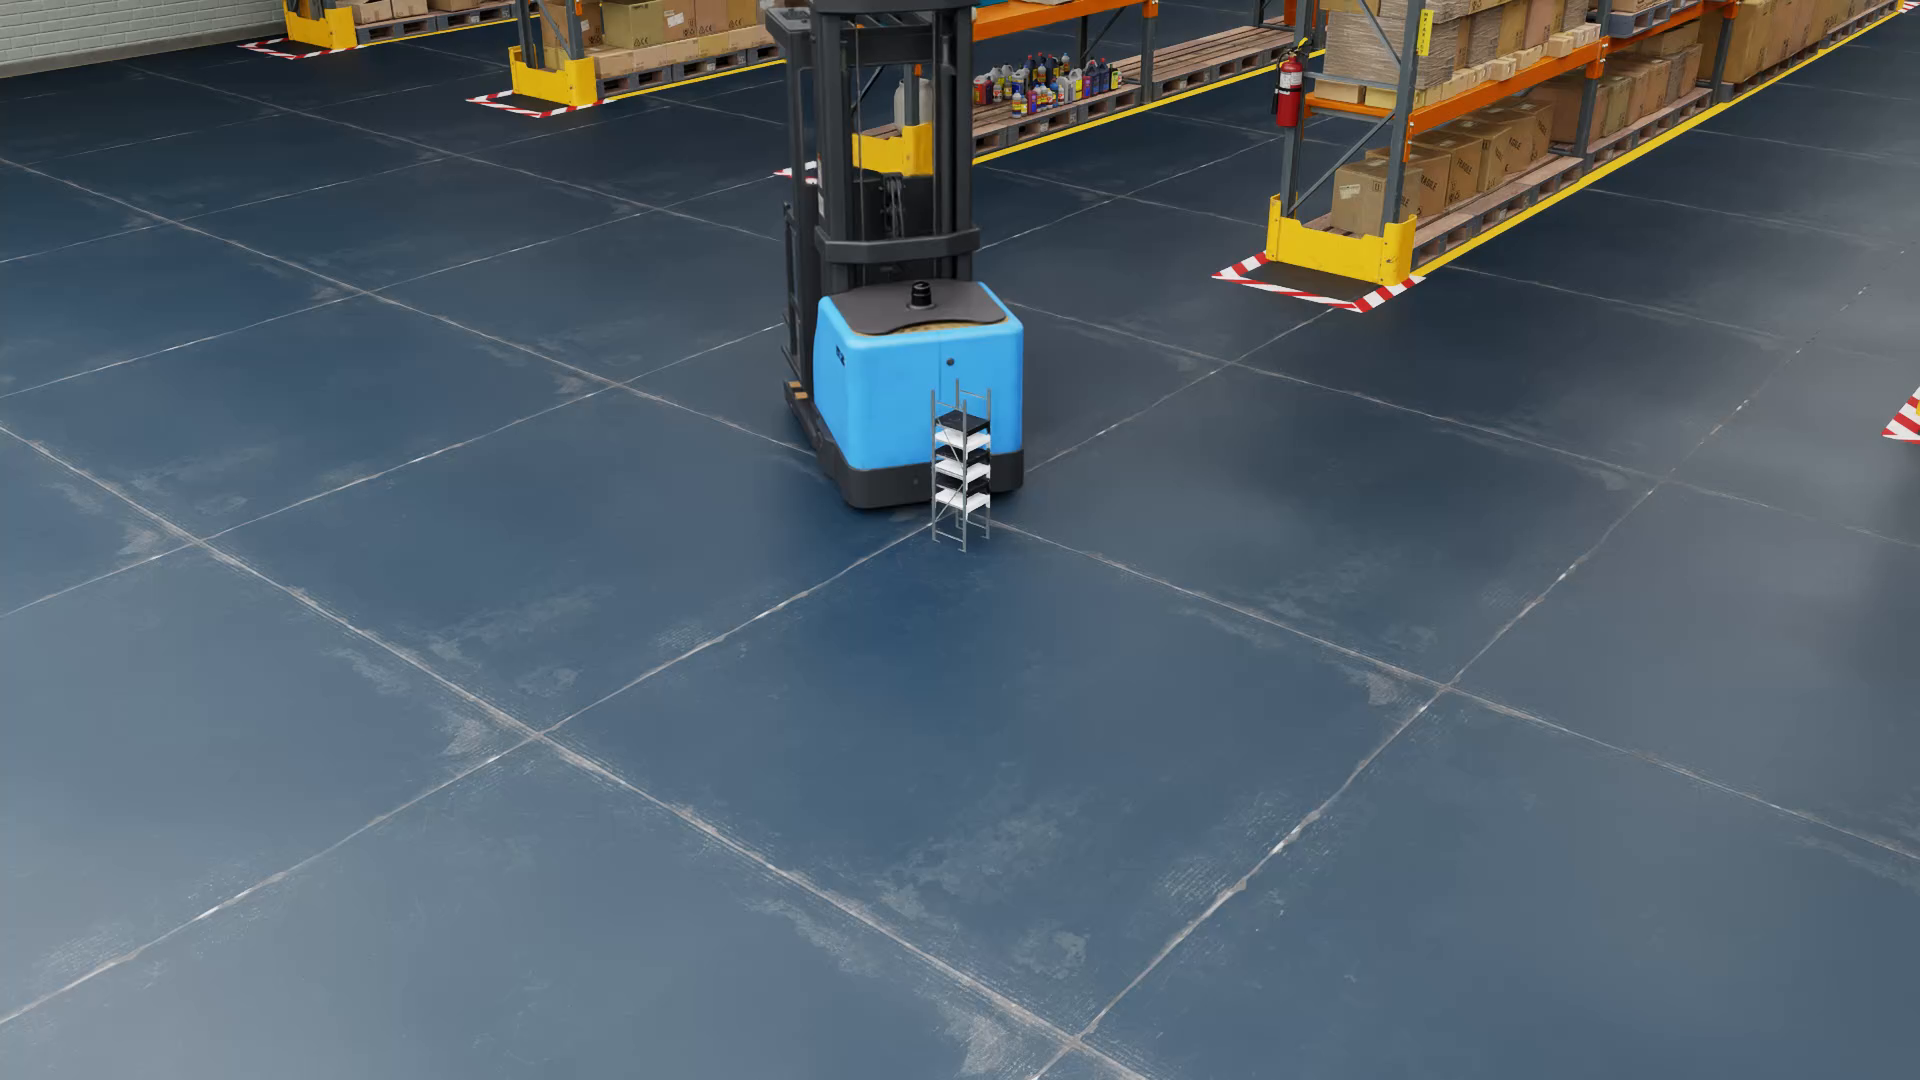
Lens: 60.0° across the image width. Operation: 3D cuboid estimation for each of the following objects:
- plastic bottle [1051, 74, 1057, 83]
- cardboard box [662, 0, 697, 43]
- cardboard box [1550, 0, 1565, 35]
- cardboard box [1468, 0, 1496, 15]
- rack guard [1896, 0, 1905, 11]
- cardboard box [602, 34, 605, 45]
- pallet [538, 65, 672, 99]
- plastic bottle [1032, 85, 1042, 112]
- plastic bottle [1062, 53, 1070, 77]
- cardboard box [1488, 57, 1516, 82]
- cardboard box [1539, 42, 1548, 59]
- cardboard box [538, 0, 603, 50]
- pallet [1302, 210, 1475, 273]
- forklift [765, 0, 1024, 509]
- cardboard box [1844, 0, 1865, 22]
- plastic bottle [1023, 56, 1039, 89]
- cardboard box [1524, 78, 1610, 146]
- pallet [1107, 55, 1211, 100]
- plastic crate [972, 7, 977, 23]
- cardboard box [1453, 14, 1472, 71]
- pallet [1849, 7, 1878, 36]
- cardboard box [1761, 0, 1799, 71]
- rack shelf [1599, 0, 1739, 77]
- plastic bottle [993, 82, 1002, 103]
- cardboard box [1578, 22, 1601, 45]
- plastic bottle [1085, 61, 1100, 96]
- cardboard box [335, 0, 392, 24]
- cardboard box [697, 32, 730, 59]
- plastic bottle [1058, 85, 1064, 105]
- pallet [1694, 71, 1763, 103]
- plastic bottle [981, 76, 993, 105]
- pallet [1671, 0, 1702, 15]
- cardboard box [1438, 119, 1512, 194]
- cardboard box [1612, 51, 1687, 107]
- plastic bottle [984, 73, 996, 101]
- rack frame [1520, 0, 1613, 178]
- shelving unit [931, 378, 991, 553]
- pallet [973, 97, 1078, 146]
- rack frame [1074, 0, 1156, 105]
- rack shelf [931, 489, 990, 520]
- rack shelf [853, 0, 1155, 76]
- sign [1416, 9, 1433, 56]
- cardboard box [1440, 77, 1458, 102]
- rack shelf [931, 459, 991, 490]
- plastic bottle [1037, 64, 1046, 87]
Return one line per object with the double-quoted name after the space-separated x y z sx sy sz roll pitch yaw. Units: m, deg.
1.034 -4.861 17.859 0.061 0.283 0.133 21 34 34 "plastic bottle"
-3.489 -6.206 19.701 0.500 0.500 0.500 21 34 34 "cardboard box"
4.880 -4.813 14.857 0.875 0.500 0.500 21 34 34 "cardboard box"
3.898 -4.438 13.044 0.500 0.500 0.500 21 34 34 "cardboard box"
13.207 -8.098 24.360 1.175 0.500 0.348 21 34 34 "rack guard"
-4.205 -5.846 19.822 0.500 0.250 0.500 21 34 34 "cardboard box"
-4.173 -5.468 19.591 1.003 0.211 1.213 21 34 34 "pallet"
0.805 -4.631 17.429 0.097 0.271 0.097 0 27 0 "plastic bottle"
1.196 -5.391 18.898 0.097 0.271 0.097 0 27 0 "plastic bottle"
4.409 -3.950 13.895 0.380 0.149 0.250 21 34 34 "cardboard box"
4.944 -4.343 14.654 0.380 0.149 0.250 21 34 34 "cardboard box"
-4.515 -5.999 19.301 0.500 0.500 0.500 21 34 34 "cardboard box"
3.607 -2.593 14.033 1.003 0.211 1.213 21 34 34 "pallet"
-0.530 -2.139 10.195 1.130 2.935 3.031 -8 28 -14 "forklift"
11.702 -7.554 22.443 0.875 0.875 0.875 21 34 34 "cardboard box"
0.784 -5.180 18.402 0.144 0.351 0.185 19 33 32 "plastic bottle"
5.966 -4.242 16.427 0.700 0.500 0.500 18 32 31 "cardboard box"
2.207 -5.444 19.544 1.003 0.211 1.213 21 34 34 "pallet"
0.011 -5.081 16.094 0.298 0.136 0.250 21 34 34 "plastic crate"
3.611 -4.103 13.484 0.875 0.500 0.500 21 34 34 "cardboard box"
11.967 -7.224 22.985 1.003 0.211 1.213 21 34 34 "pallet"
9.131 -6.159 19.746 1.225 0.875 0.875 21 34 35 "cardboard box"
6.831 -5.335 17.081 1.077 0.370 4.000 21 34 34 "rack shelf"
0.401 -4.807 17.844 0.097 0.201 0.097 0 27 0 "plastic bottle"
5.649 -4.671 15.289 0.380 0.149 0.250 21 34 34 "cardboard box"
1.428 -5.031 18.115 0.144 0.351 0.185 19 33 32 "plastic bottle"
-7.942 -7.090 22.138 0.500 0.311 0.500 17 32 29 "cardboard box"
-3.159 -6.045 20.207 0.500 0.250 0.500 21 34 34 "cardboard box"
1.062 -4.744 17.722 0.097 0.201 0.097 0 27 0 "plastic bottle"
8.663 -5.382 19.425 1.003 0.211 1.213 21 34 34 "pallet"
0.287 -4.793 17.728 0.061 0.283 0.133 21 34 34 "plastic bottle"
6.876 -5.564 16.950 1.003 0.211 1.213 21 34 34 "pallet"
4.581 -3.443 14.904 0.500 0.500 0.500 17 32 30 "cardboard box"
7.350 -5.005 17.901 0.700 0.500 0.500 18 32 30 "cardboard box"
0.293 -4.870 17.885 0.152 0.276 0.135 20 33 33 "plastic bottle"
5.559 -4.945 15.545 1.000 3.000 0.127 21 34 34 "rack frame"
0.005 -0.403 9.049 0.258 0.900 0.210 21 34 34 "shelving unit"
0.502 -4.494 17.707 1.003 0.211 1.213 21 34 34 "pallet"
1.737 -6.393 18.343 1.000 3.000 0.127 21 34 34 "rack frame"
0.005 -0.213 9.147 0.258 0.077 0.200 21 34 34 "rack shelf"
0.465 -5.364 17.137 1.077 0.370 4.000 21 34 34 "rack shelf"
3.434 -3.753 12.298 0.100 0.325 0.005 21 34 34 "sign"
3.725 -3.614 13.245 0.380 0.149 0.250 21 34 34 "cardboard box"
0.005 -0.373 9.064 0.258 0.077 0.200 21 34 34 "rack shelf"
0.905 -5.125 18.382 0.097 0.271 0.097 0 27 0 "plastic bottle"
